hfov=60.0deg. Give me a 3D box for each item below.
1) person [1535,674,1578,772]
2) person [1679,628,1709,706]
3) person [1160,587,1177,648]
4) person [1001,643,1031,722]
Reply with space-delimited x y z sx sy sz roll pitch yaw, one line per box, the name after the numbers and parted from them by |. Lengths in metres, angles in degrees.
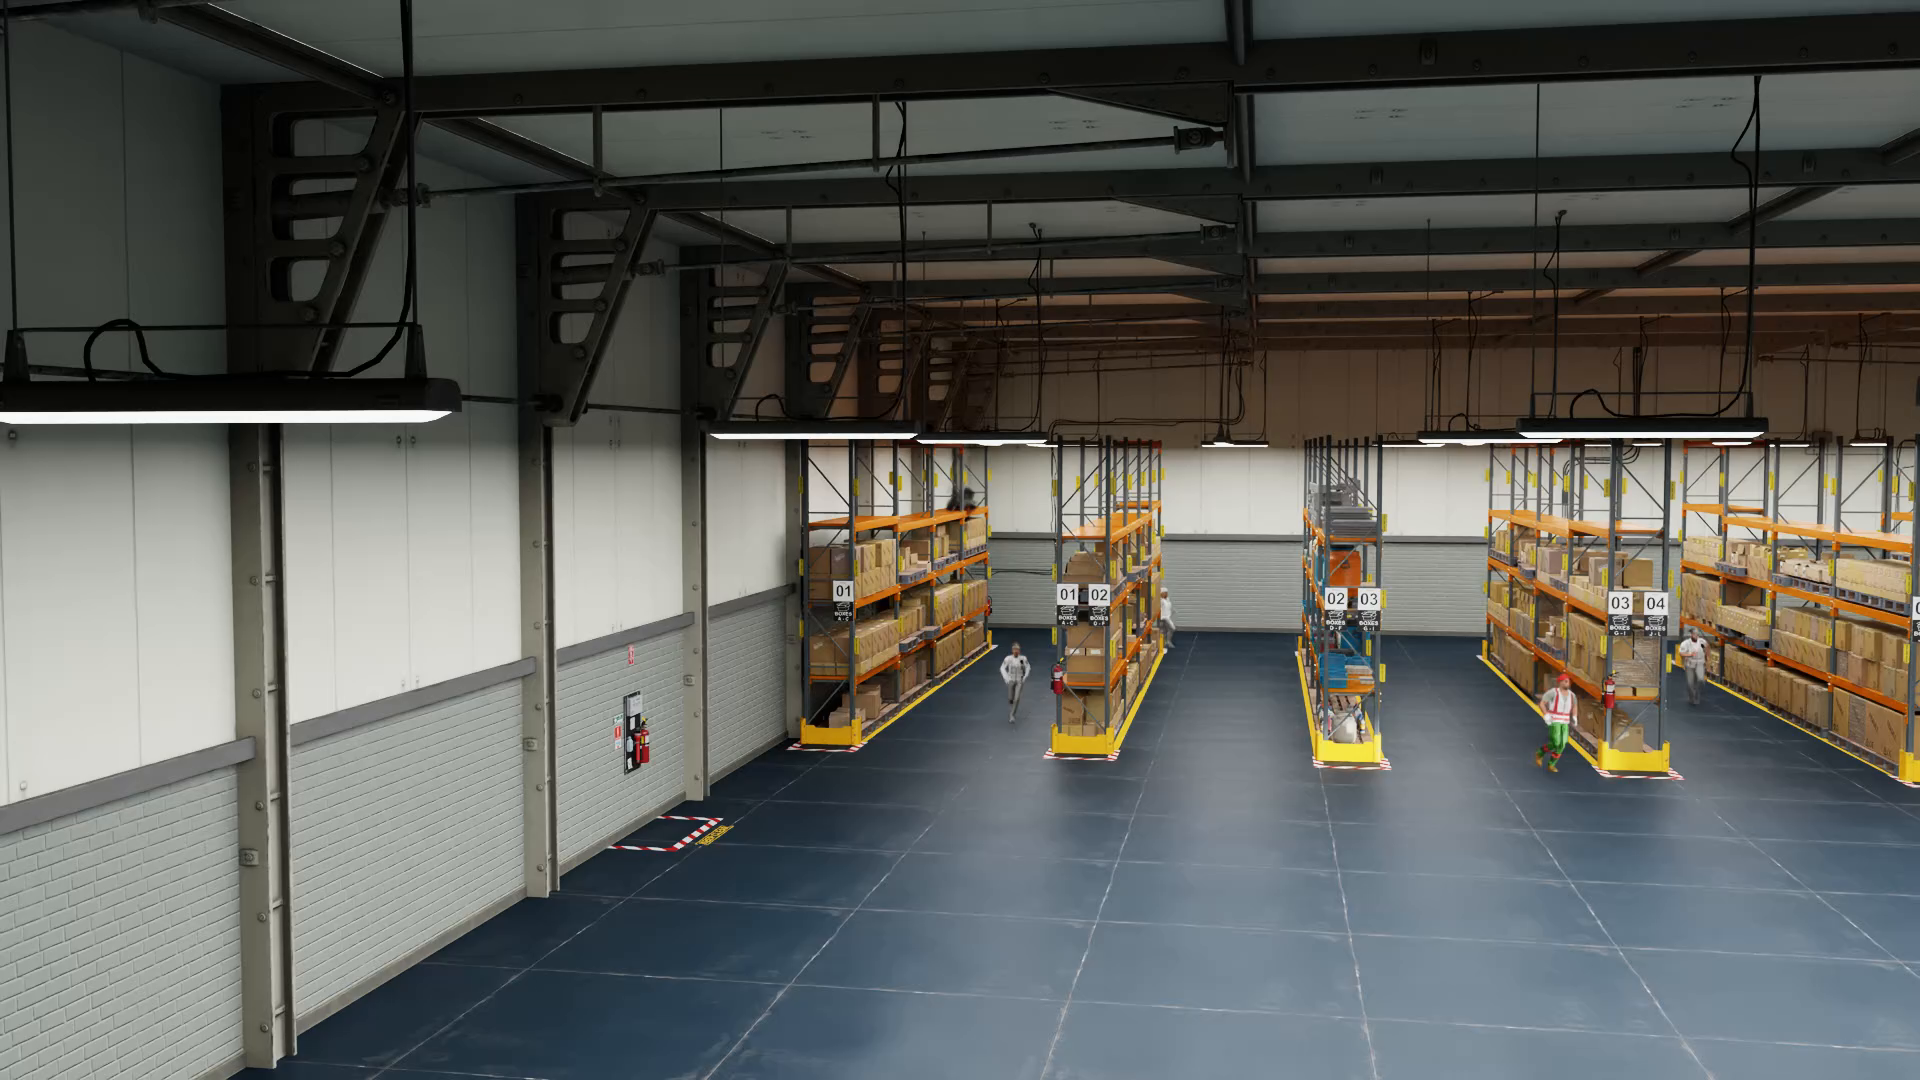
10.706 3.249 29.707 0.707 1.729 0.577 -1 3 -12 | person
16.454 2.830 37.230 0.693 1.776 0.831 1 3 10 | person
5.918 2.256 48.114 0.682 1.788 0.745 2 3 26 | person
1.185 2.995 35.328 0.641 1.666 0.623 0 3 1 | person
